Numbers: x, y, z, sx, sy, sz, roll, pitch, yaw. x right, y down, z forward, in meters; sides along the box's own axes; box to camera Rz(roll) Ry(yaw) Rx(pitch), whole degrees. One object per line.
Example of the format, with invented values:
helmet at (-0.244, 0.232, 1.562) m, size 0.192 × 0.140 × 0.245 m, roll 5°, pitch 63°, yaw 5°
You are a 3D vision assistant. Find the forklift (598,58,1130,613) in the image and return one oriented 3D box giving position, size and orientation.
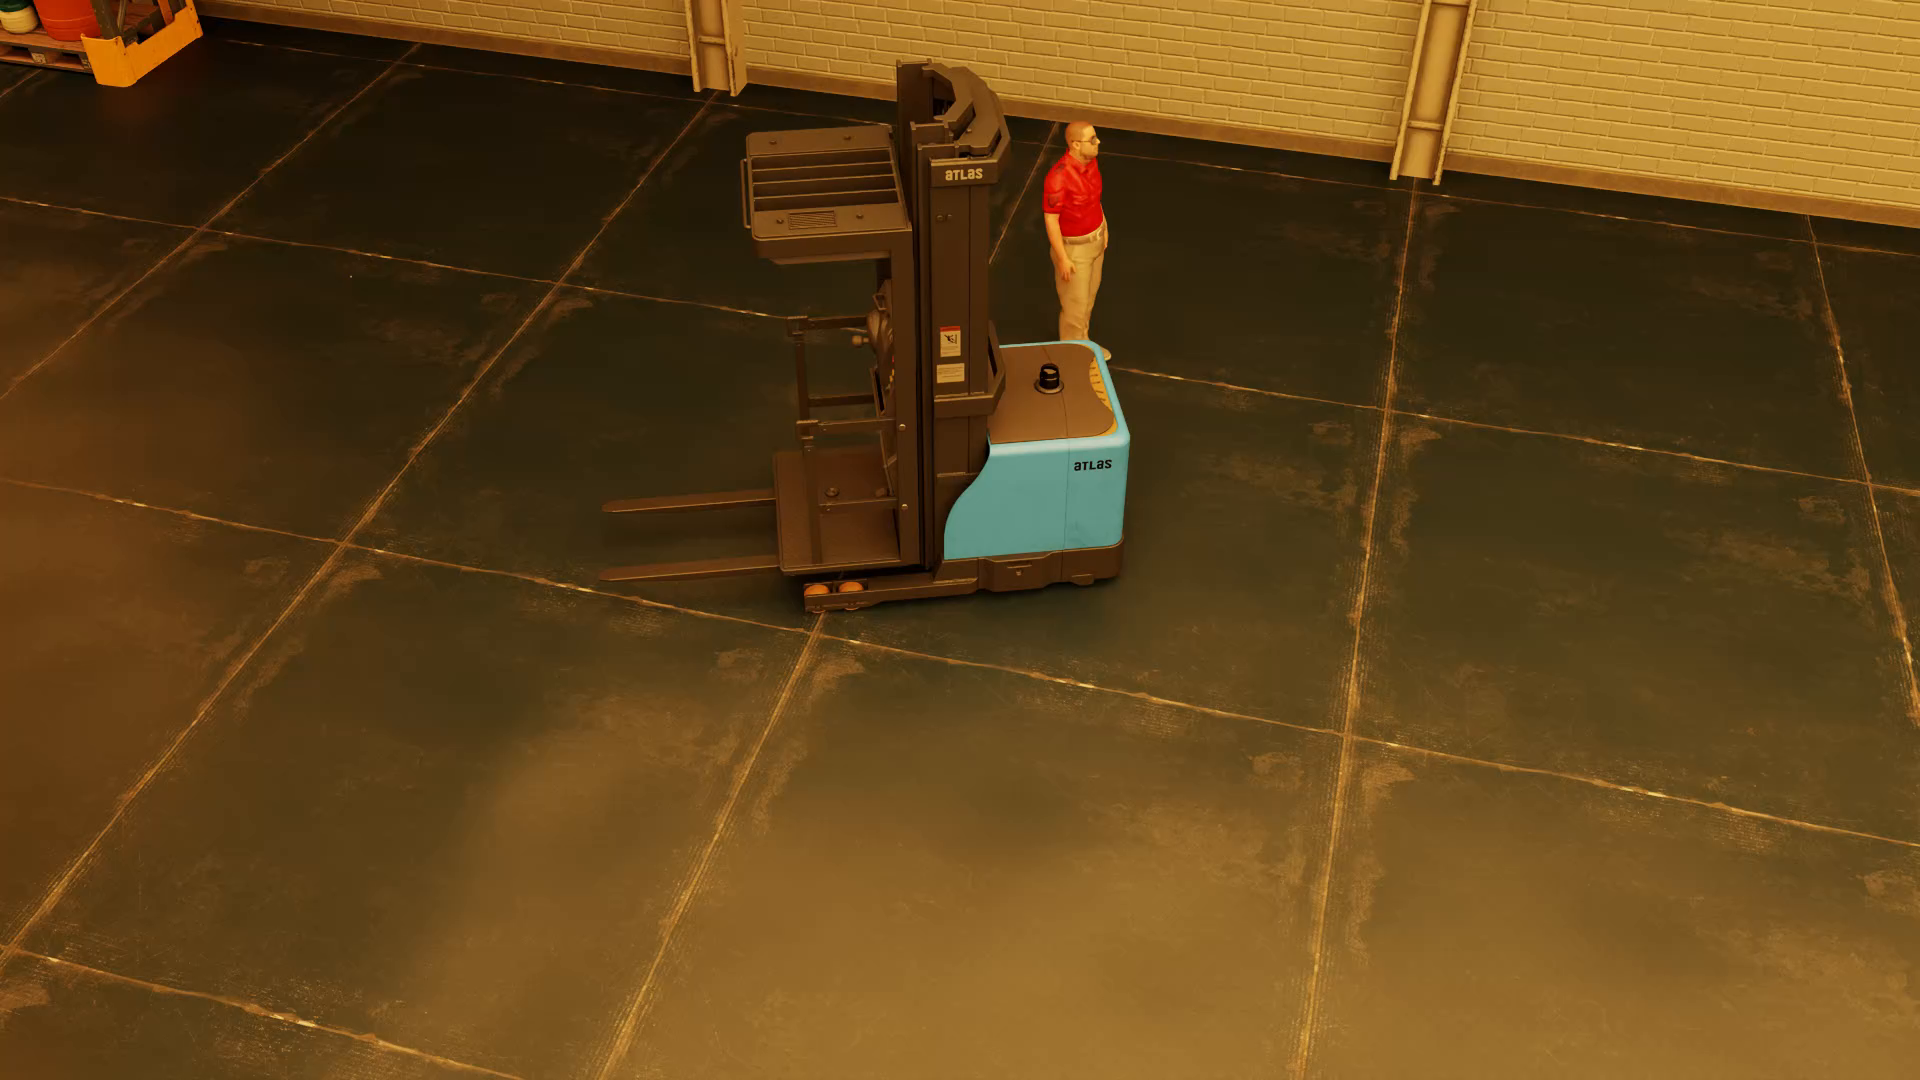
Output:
forklift at (-0.604, -1.052, 9.062) m, size 3.031 × 2.935 × 1.130 m, roll -5°, pitch 41°, yaw -5°

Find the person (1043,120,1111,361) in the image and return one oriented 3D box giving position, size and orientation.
person at (0.858, -1.902, 10.933) m, size 0.551 × 1.727 × 0.641 m, roll 21°, pitch 45°, yaw 22°
